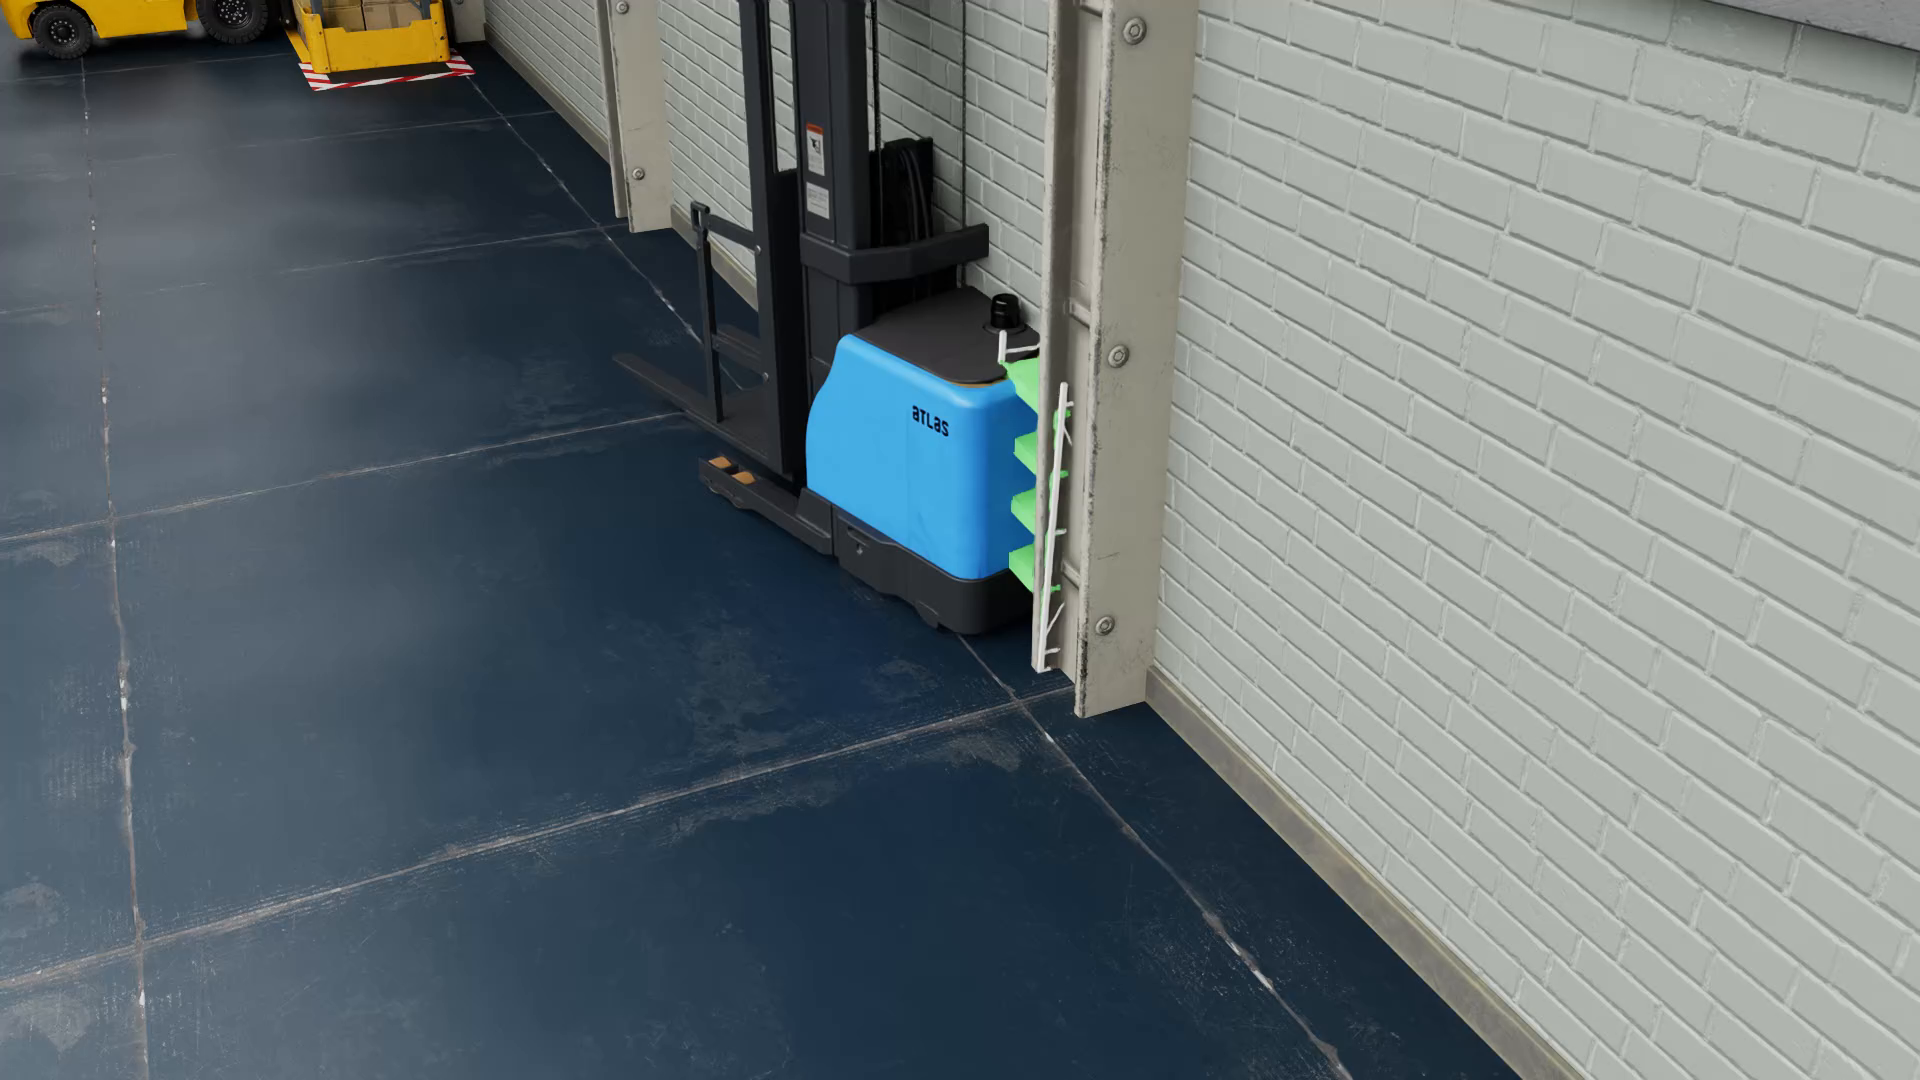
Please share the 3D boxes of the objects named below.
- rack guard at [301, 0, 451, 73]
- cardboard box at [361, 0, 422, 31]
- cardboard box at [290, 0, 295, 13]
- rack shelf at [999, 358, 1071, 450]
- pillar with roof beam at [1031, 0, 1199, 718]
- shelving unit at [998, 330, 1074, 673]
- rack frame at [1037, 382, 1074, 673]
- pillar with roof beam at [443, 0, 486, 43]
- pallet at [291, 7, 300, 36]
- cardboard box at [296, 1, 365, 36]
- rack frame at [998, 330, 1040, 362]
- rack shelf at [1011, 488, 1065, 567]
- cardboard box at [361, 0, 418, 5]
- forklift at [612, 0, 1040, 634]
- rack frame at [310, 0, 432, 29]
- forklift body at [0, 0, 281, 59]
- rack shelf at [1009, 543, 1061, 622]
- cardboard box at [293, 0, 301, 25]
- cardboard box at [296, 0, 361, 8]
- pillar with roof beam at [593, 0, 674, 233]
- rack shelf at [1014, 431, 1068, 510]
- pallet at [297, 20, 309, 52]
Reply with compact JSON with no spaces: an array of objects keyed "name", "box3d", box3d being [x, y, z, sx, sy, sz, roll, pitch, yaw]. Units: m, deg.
[{"name":"rack guard","box3d":[-5.160,-4.477,14.723,1.175,0.500,0.348,-13,32,-22]},{"name":"cardboard box","box3d":[-5.205,-4.820,15.160,0.500,0.250,0.500,-13,32,-22]},{"name":"cardboard box","box3d":[-6.069,-5.147,15.745,0.500,0.250,0.500,-13,32,-21]},{"name":"rack shelf","box3d":[0.351,-0.514,6.066,0.258,0.148,0.480,-10,32,-22]},{"name":"pillar with roof beam","box3d":[-3.392,-2.487,2.484,9.100,9.000,0.400,-13,32,-22]},{"name":"shelving unit","box3d":[0.333,-0.153,6.271,0.258,1.200,0.503,-10,32,-22]},{"name":"rack frame","box3d":[0.433,-0.038,6.080,0.240,1.200,0.015,-10,32,-22]},{"name":"pillar with roof beam","box3d":[-8.544,-7.787,11.937,9.100,9.000,0.400,-13,32,-22]},{"name":"pallet","box3d":[-6.056,-5.229,16.359,1.003,0.211,1.213,-13,32,-22]},{"name":"cardboard box","box3d":[-5.658,-4.703,14.952,0.500,0.250,0.500,-13,32,-22]},{"name":"rack frame","box3d":[0.233,-0.267,6.463,0.240,1.200,0.015,-10,32,-22]},{"name":"rack shelf","box3d":[0.330,-0.097,6.303,0.258,0.148,0.480,-10,32,-22]},{"name":"cardboard box","box3d":[-5.185,-5.031,15.026,0.500,0.250,0.500,-12,32,-21]},{"name":"forklift","box3d":[-0.543,-1.559,7.034,1.130,2.935,3.031,-22,36,-34]},{"name":"rack frame","box3d":[-5.171,-5.578,14.130,1.000,3.000,0.127,-13,32,-22]},{"name":"forklift body","box3d":[-7.632,-5.662,15.149,2.313,2.155,1.214,-13,32,-22]},{"name":"rack shelf","box3d":[0.319,0.111,6.422,0.258,0.148,0.480,-10,32,-22]},{"name":"cardboard box","box3d":[-5.863,-4.925,15.347,0.500,0.250,0.500,-13,32,-22]},{"name":"cardboard box","box3d":[-5.662,-4.929,14.844,0.500,0.250,0.500,-14,32,-23]},{"name":"pillar with roof beam","box3d":[-5.968,-5.137,7.210,9.100,9.000,0.400,-13,32,-22]},{"name":"rack shelf","box3d":[0.341,-0.305,6.184,0.258,0.148,0.480,-10,32,-22]},{"name":"pallet","box3d":[-5.537,-4.691,15.399,1.003,0.211,1.213,-13,32,-22]}]
